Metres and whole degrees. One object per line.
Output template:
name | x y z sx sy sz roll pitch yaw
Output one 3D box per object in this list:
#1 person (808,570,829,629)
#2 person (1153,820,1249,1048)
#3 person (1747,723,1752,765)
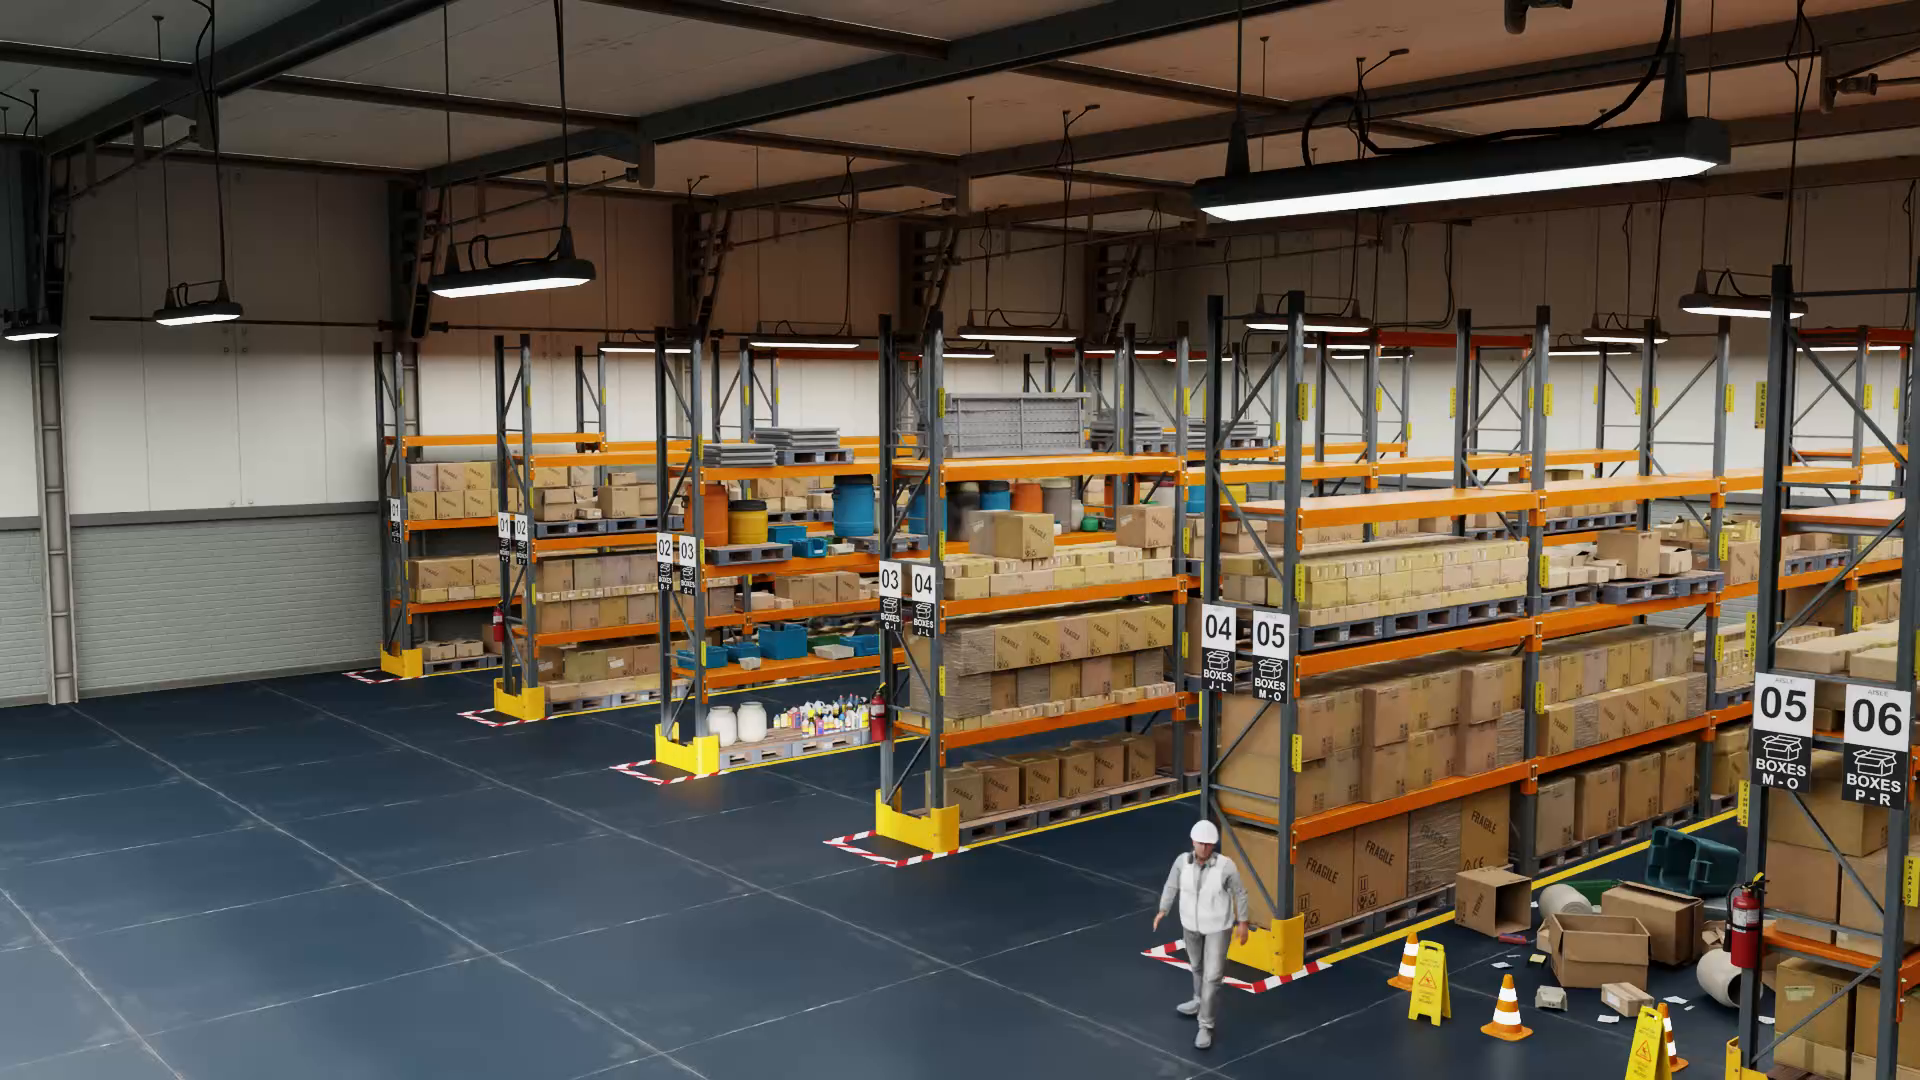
person | -2.756 1.384 32.832 0.520 1.603 0.671 4 7 39
person | 1.944 3.068 13.289 0.652 1.724 0.835 4 6 34
person | 9.375 2.676 19.033 0.695 1.576 1.199 3 6 32
